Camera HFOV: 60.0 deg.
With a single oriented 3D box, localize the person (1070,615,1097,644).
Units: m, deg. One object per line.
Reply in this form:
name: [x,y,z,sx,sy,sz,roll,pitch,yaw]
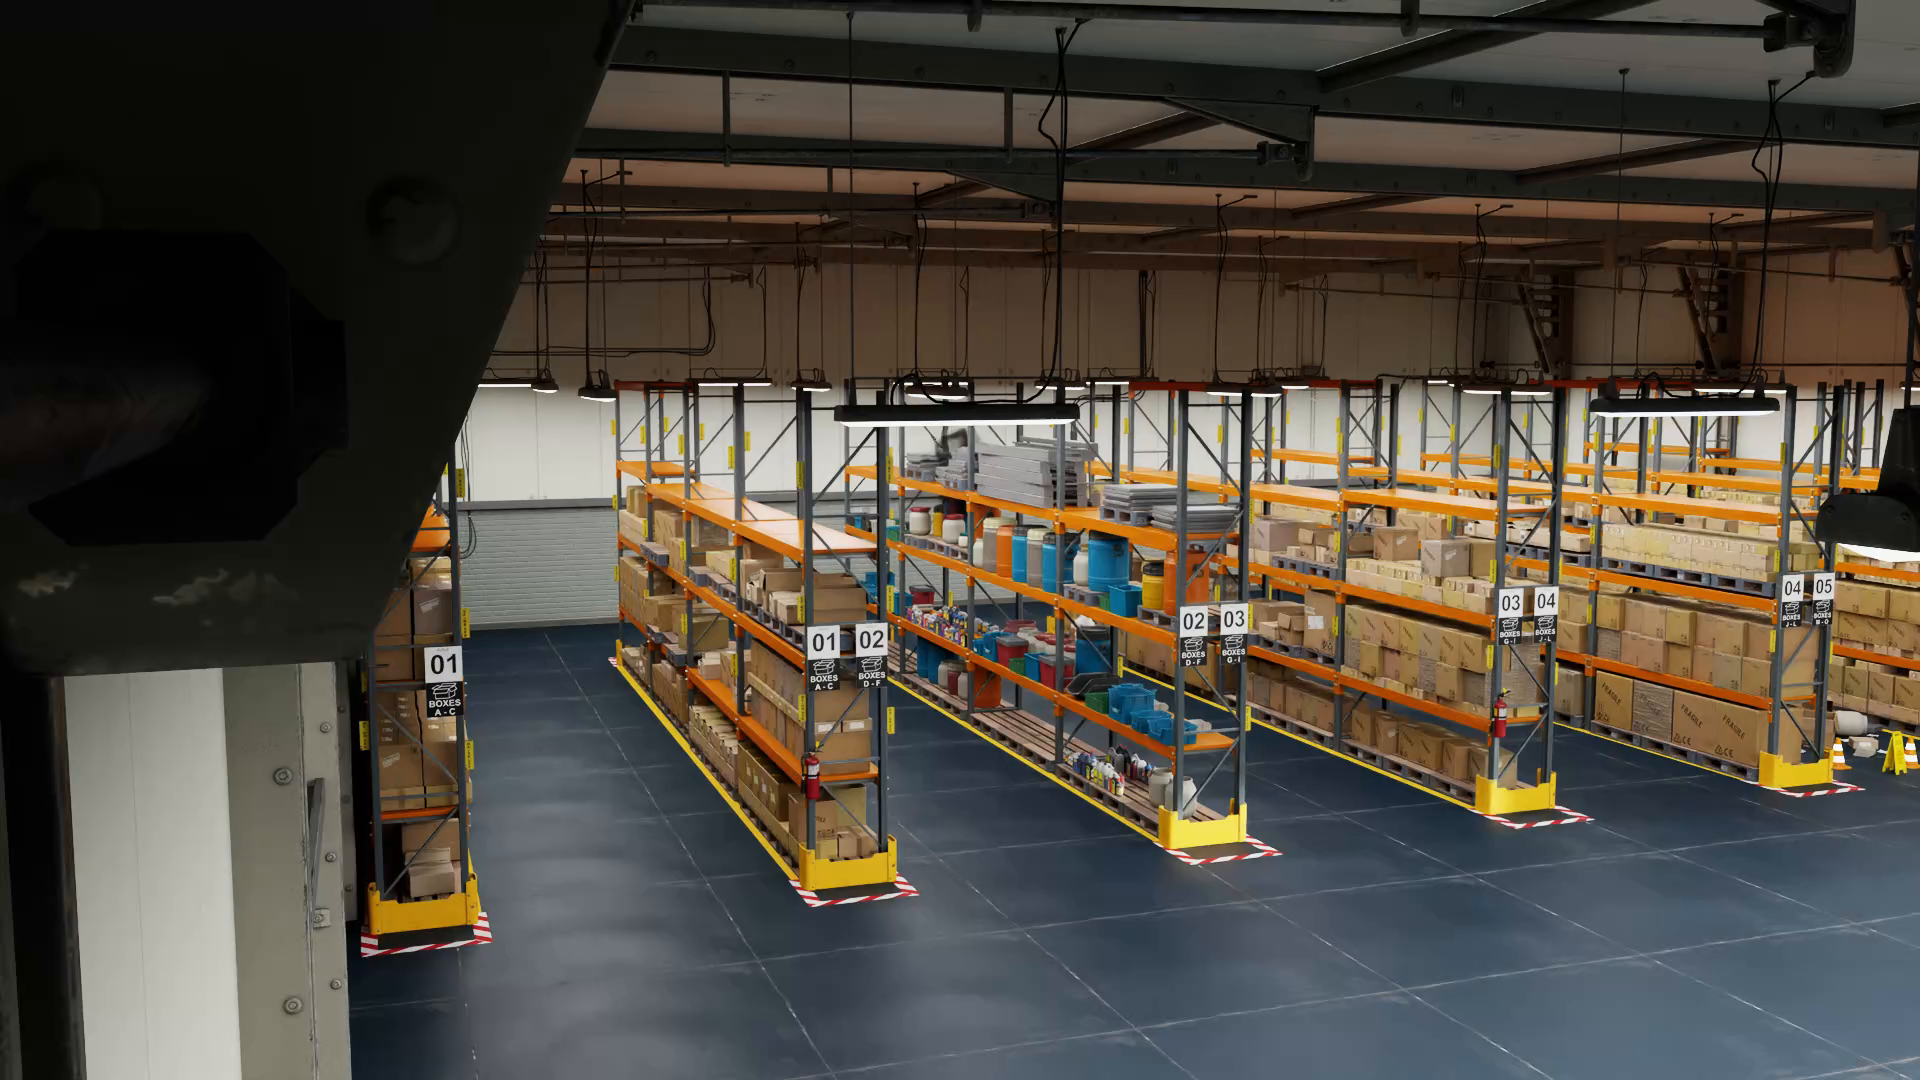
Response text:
person: [2.381,1.995,31.253,0.800,1.667,0.649,4,7,30]
